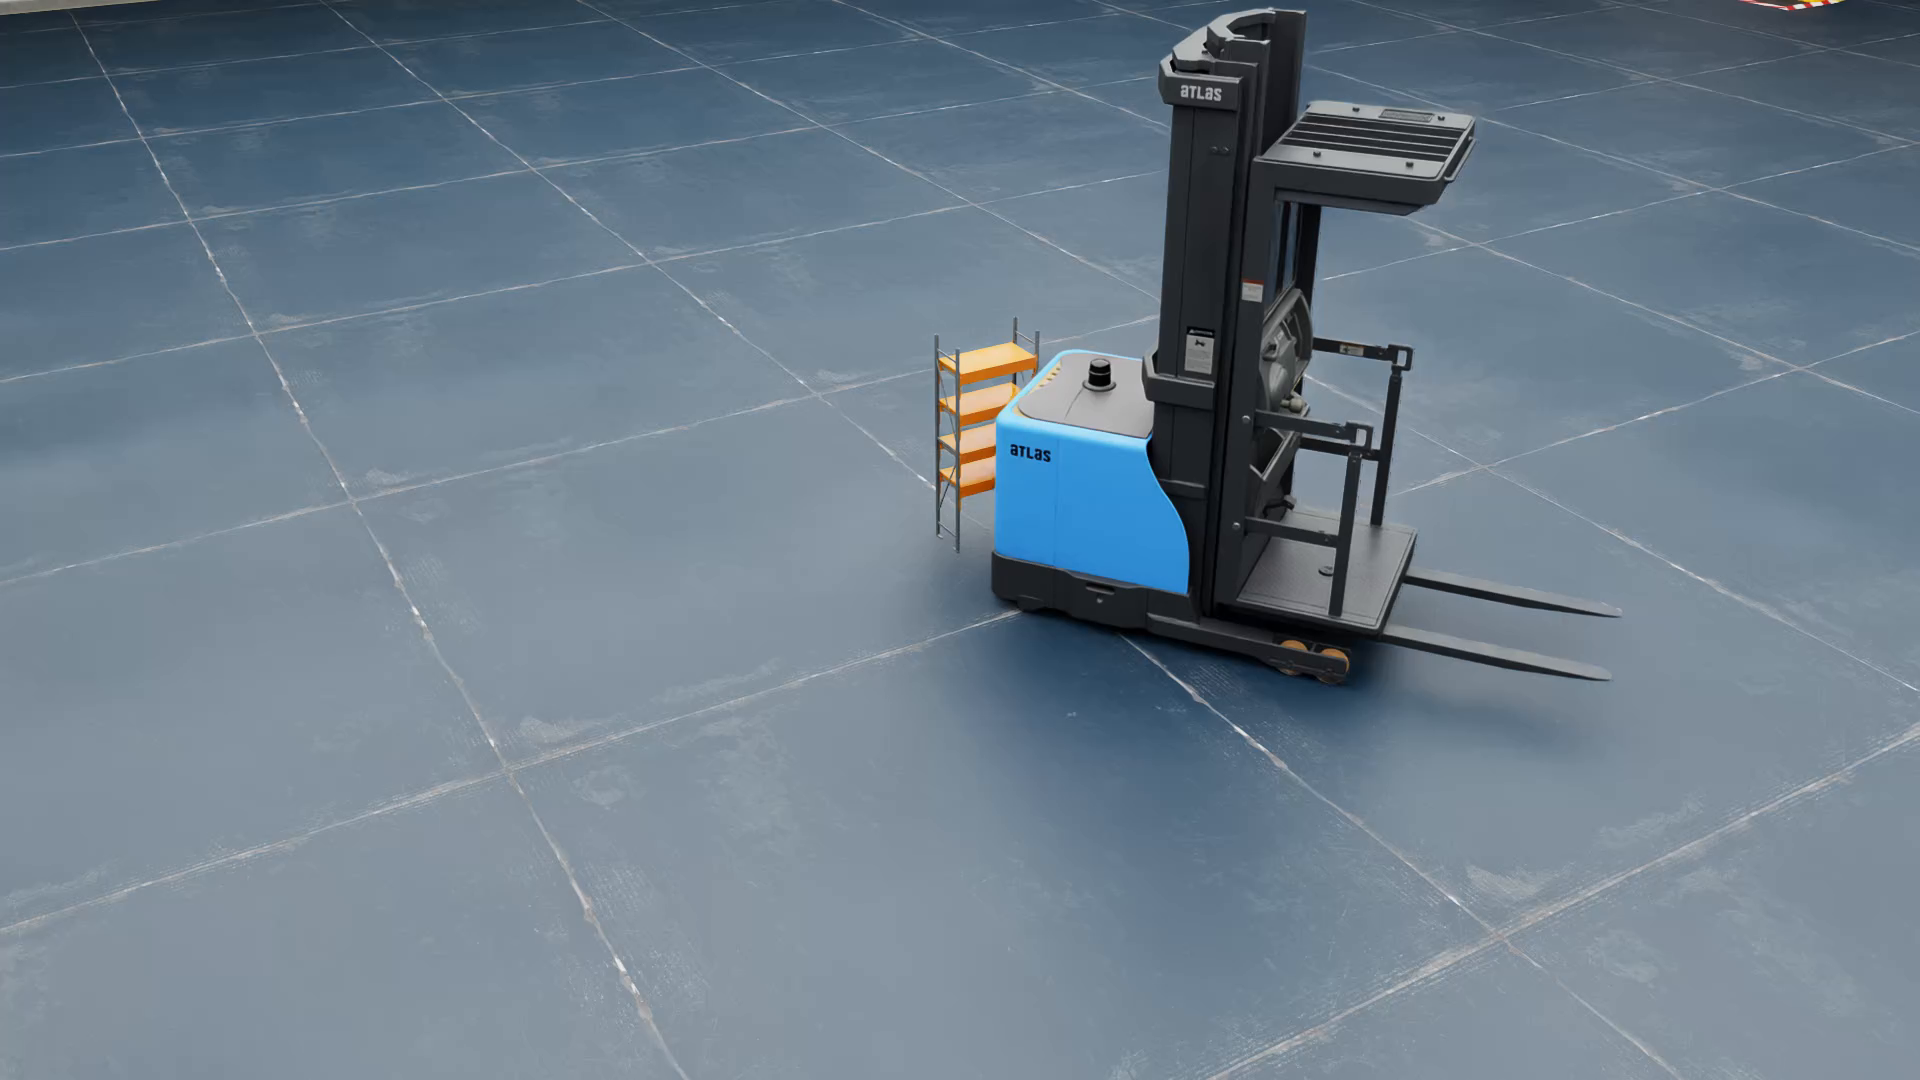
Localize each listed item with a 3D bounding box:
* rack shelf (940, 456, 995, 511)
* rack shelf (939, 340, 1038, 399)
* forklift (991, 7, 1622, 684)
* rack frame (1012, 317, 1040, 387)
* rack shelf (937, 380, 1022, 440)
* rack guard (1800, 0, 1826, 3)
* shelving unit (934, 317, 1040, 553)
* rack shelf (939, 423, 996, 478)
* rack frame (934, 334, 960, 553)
[{"bbox_3d":[0.143,-0.333,9.162,0.480,0.148,0.258,-16,33,-26],"label":"rack shelf"},{"bbox_3d":[0.143,-0.910,8.844,0.480,0.148,0.258,-16,33,-26],"label":"rack shelf"},{"bbox_3d":[1.727,-0.884,7.818,3.031,2.935,1.130,12,31,20],"label":"forklift"},{"bbox_3d":[0.353,-0.626,9.142,0.015,1.200,0.240,-16,33,-26],"label":"rack frame"},{"bbox_3d":[0.143,-0.703,8.958,0.480,0.148,0.258,-16,33,-26],"label":"rack shelf"},{"bbox_3d":[11.276,-7.704,22.692,0.348,0.500,1.175,-16,33,-26],"label":"rack guard"},{"bbox_3d":[0.143,-0.566,9.034,0.503,1.200,0.258,-16,33,-26],"label":"shelving unit"},{"bbox_3d":[0.143,-0.507,9.066,0.480,0.148,0.258,-16,33,-26],"label":"rack shelf"},{"bbox_3d":[-0.068,-0.506,8.925,0.015,1.200,0.240,-16,33,-26],"label":"rack frame"}]
